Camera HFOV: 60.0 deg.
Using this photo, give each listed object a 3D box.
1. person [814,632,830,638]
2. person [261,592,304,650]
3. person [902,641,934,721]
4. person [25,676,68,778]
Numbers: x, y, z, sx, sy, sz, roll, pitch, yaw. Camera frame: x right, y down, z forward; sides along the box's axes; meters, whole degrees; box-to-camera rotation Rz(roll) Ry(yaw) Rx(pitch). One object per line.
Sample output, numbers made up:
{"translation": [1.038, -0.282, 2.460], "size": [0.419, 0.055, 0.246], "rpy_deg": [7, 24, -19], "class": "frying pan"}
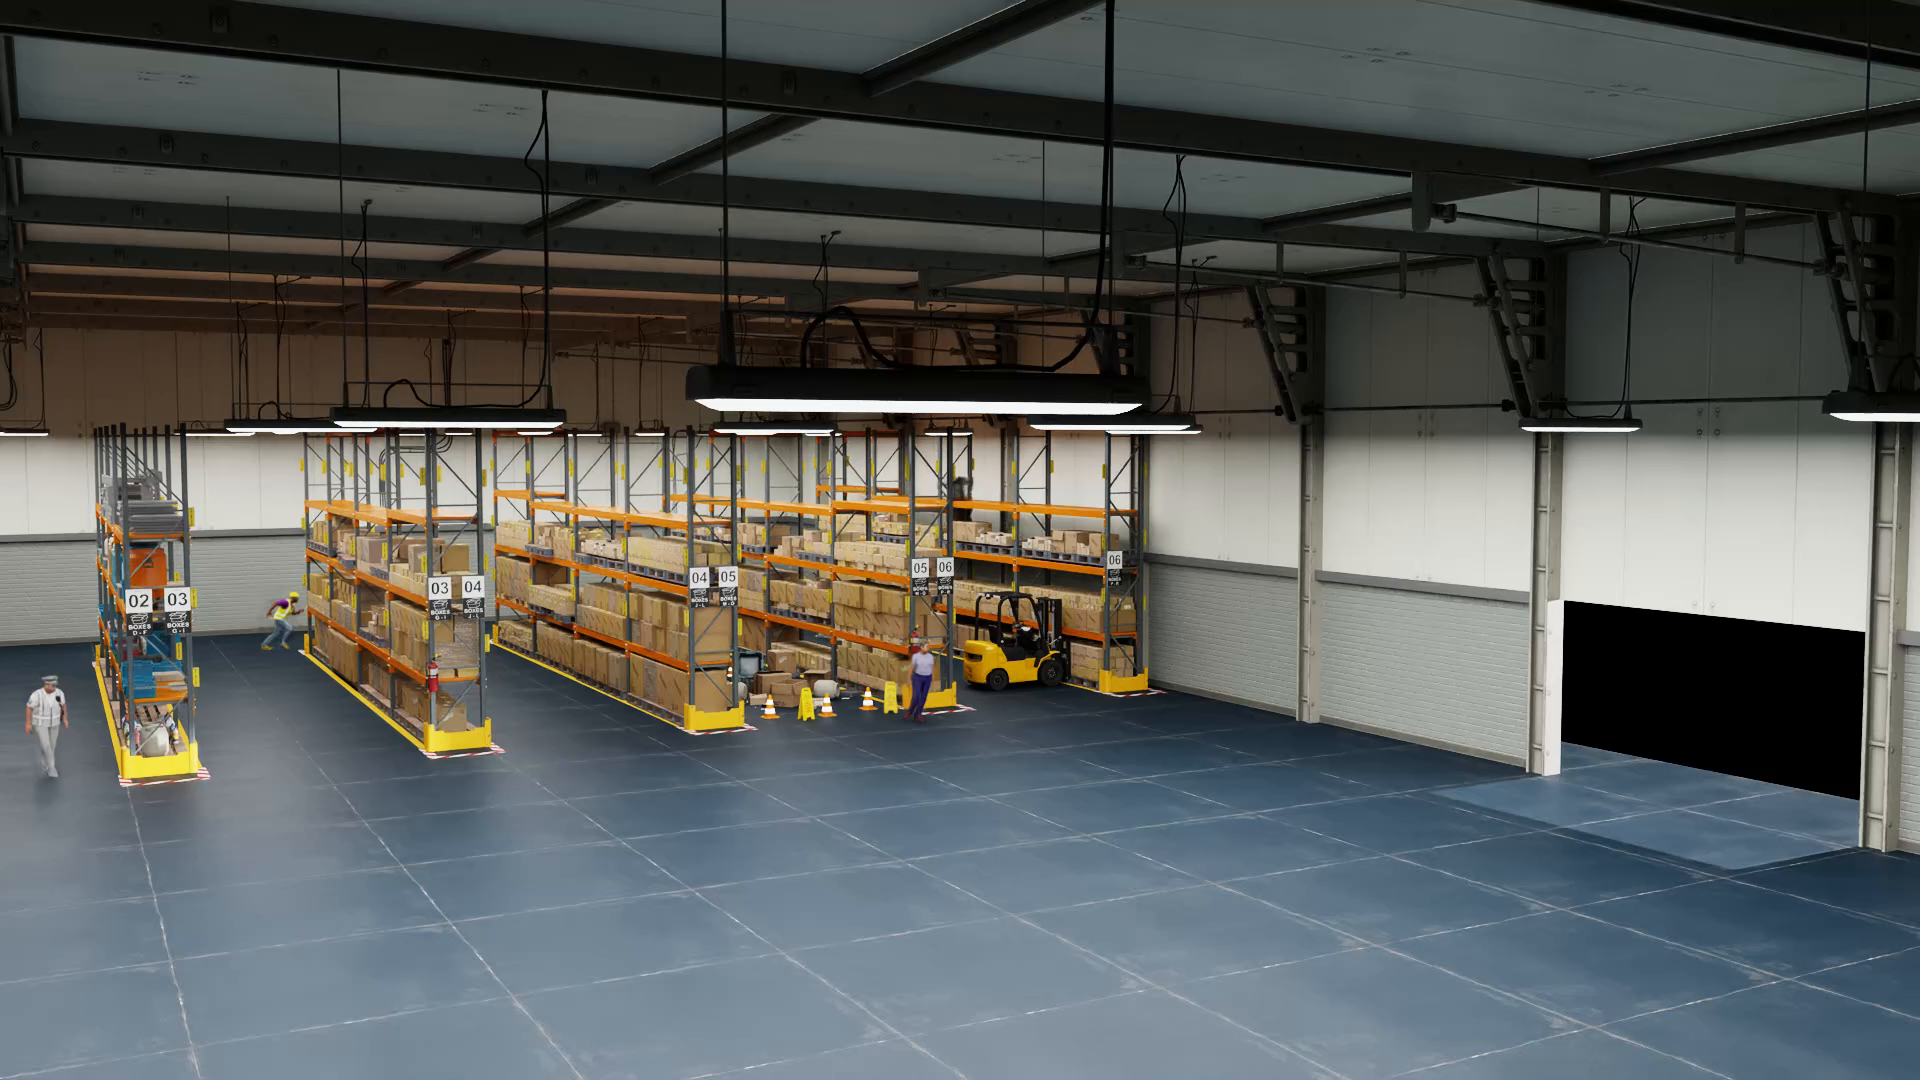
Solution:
{"translation": [-4.097, 2.062, 47.822], "size": [0.867, 1.495, 0.536], "rpy_deg": [2, 4, 29], "class": "person"}
{"translation": [-18.391, 2.192, 45.119], "size": [1.099, 1.565, 0.737], "rpy_deg": [0, 3, -8], "class": "person"}
{"translation": [-0.834, 2.877, 33.700], "size": [0.638, 1.606, 0.445], "rpy_deg": [-2, 4, -28], "class": "person"}
{"translation": [-15.556, 3.164, 28.287], "size": [0.721, 1.754, 0.640], "rpy_deg": [3, 4, 40], "class": "person"}
